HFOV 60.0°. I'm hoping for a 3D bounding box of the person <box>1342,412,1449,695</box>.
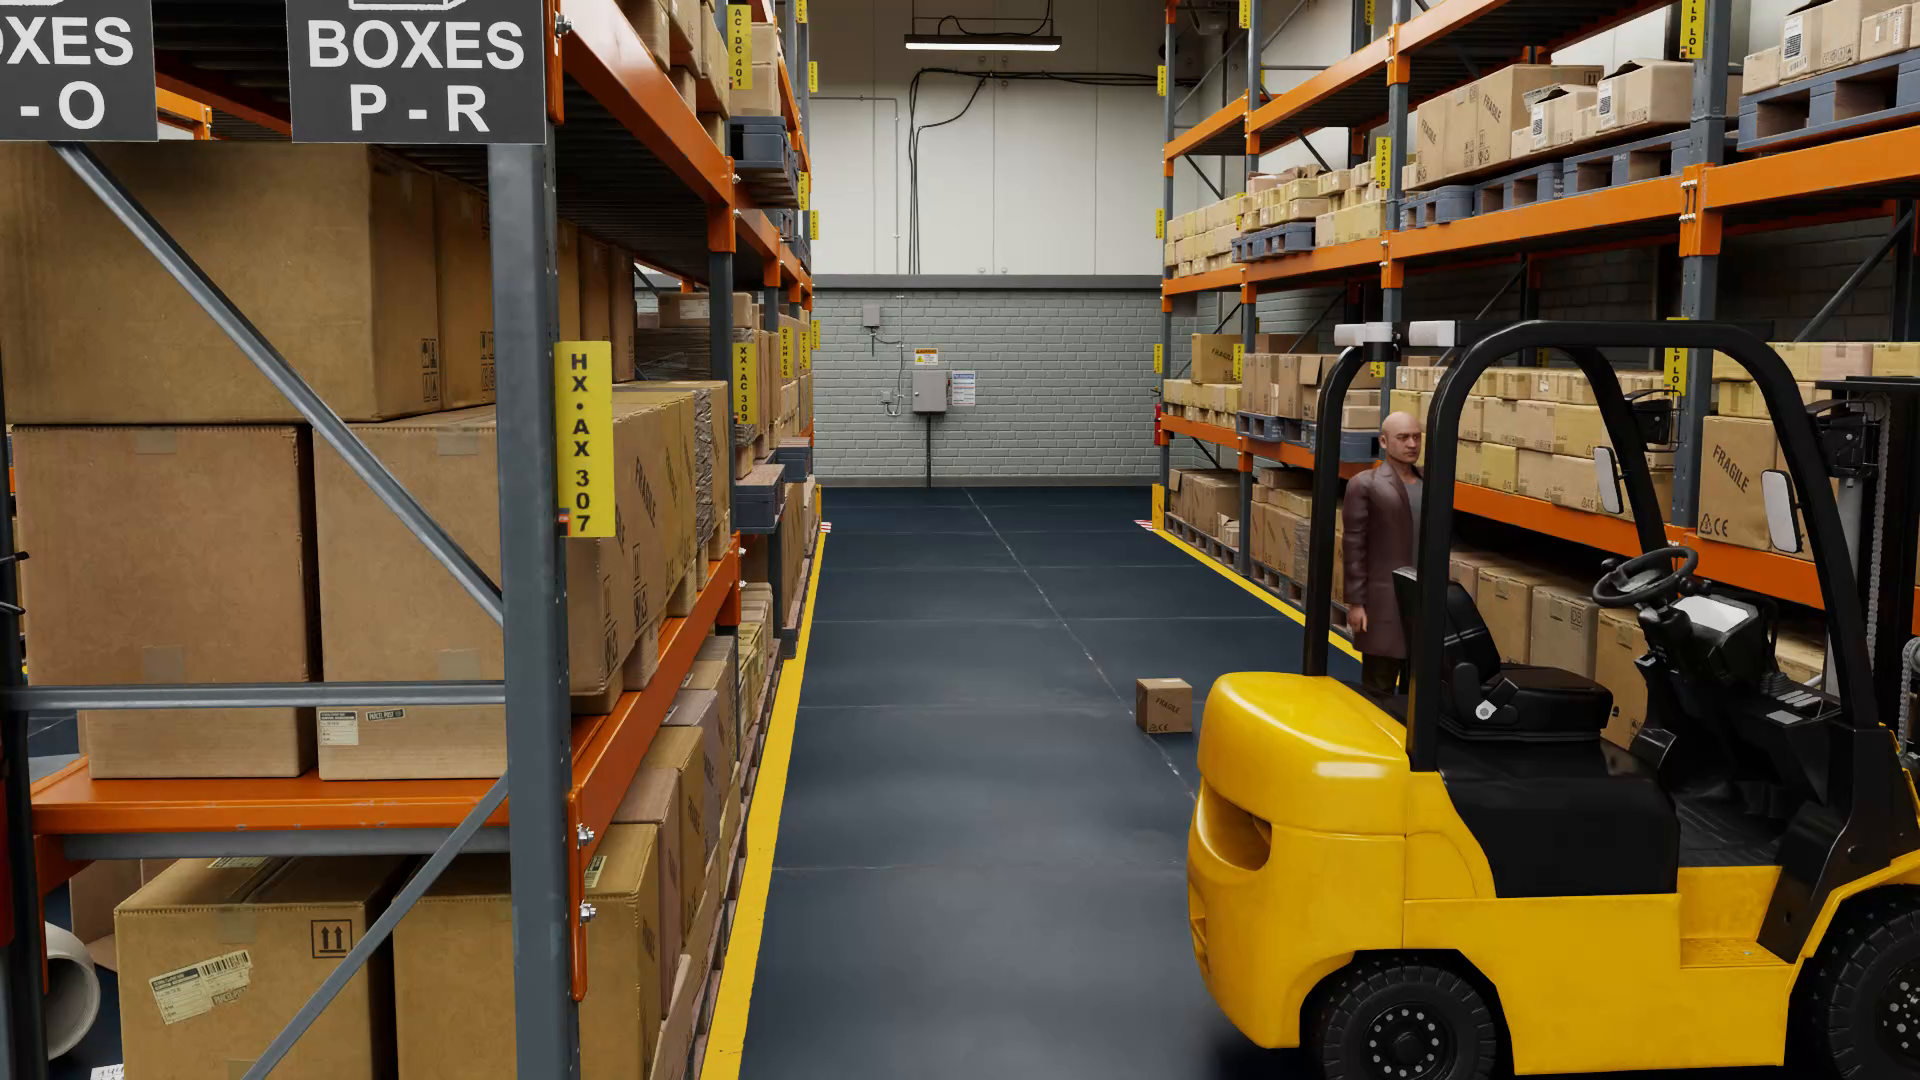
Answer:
[{"bbox_3d":[2.057,0.304,7.686,0.566,1.785,0.396,-2,7,-20],"label":"person"}]
